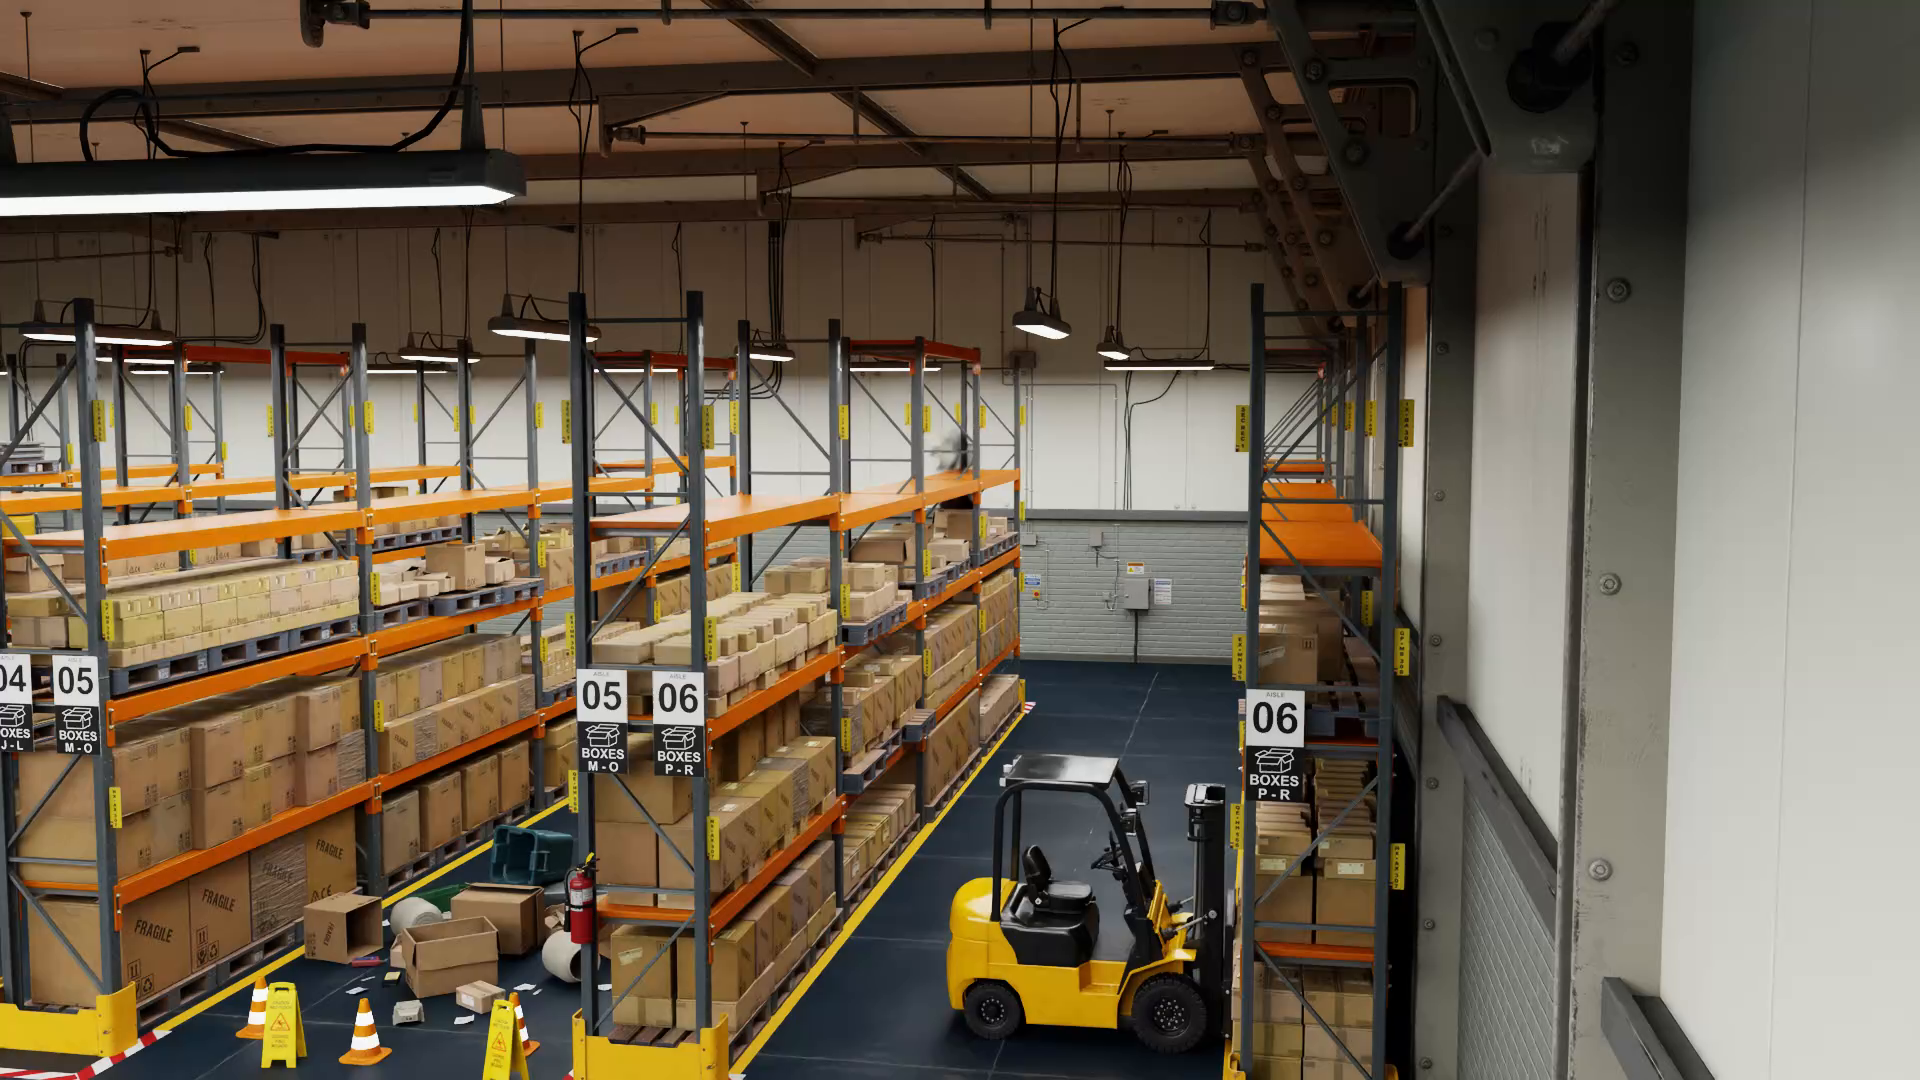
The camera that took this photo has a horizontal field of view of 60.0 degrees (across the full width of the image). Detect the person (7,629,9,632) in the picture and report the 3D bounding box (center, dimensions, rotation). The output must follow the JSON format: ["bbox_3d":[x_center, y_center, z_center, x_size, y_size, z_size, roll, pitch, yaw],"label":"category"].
[{"bbox_3d":[-17.333,1.884,30.567,0.613,1.696,0.604,0,5,5],"label":"person"}]
